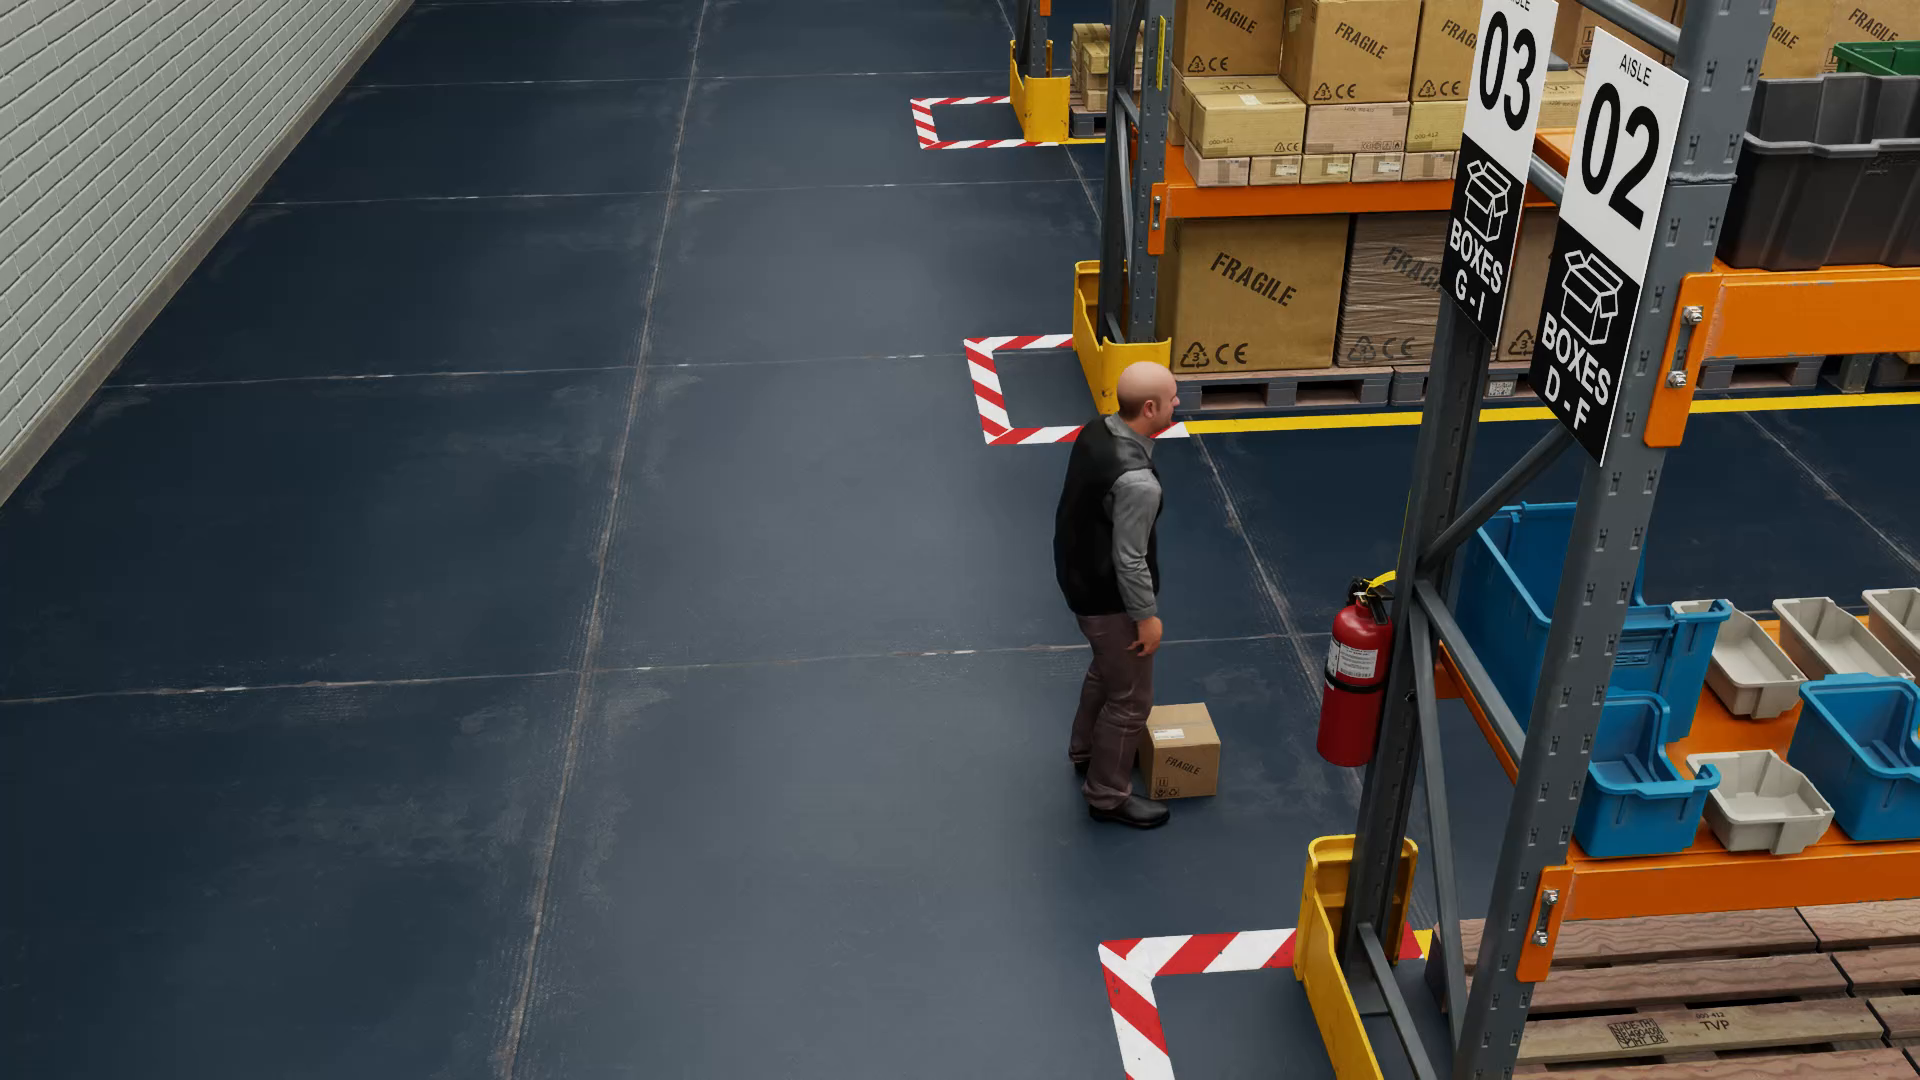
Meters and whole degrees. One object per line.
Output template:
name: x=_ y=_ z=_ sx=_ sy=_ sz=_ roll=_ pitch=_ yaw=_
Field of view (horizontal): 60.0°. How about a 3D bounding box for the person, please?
person: x=0.540 y=0.176 z=5.861 sx=0.414 sy=1.722 sz=0.594 roll=-4 pitch=31 yaw=-7
